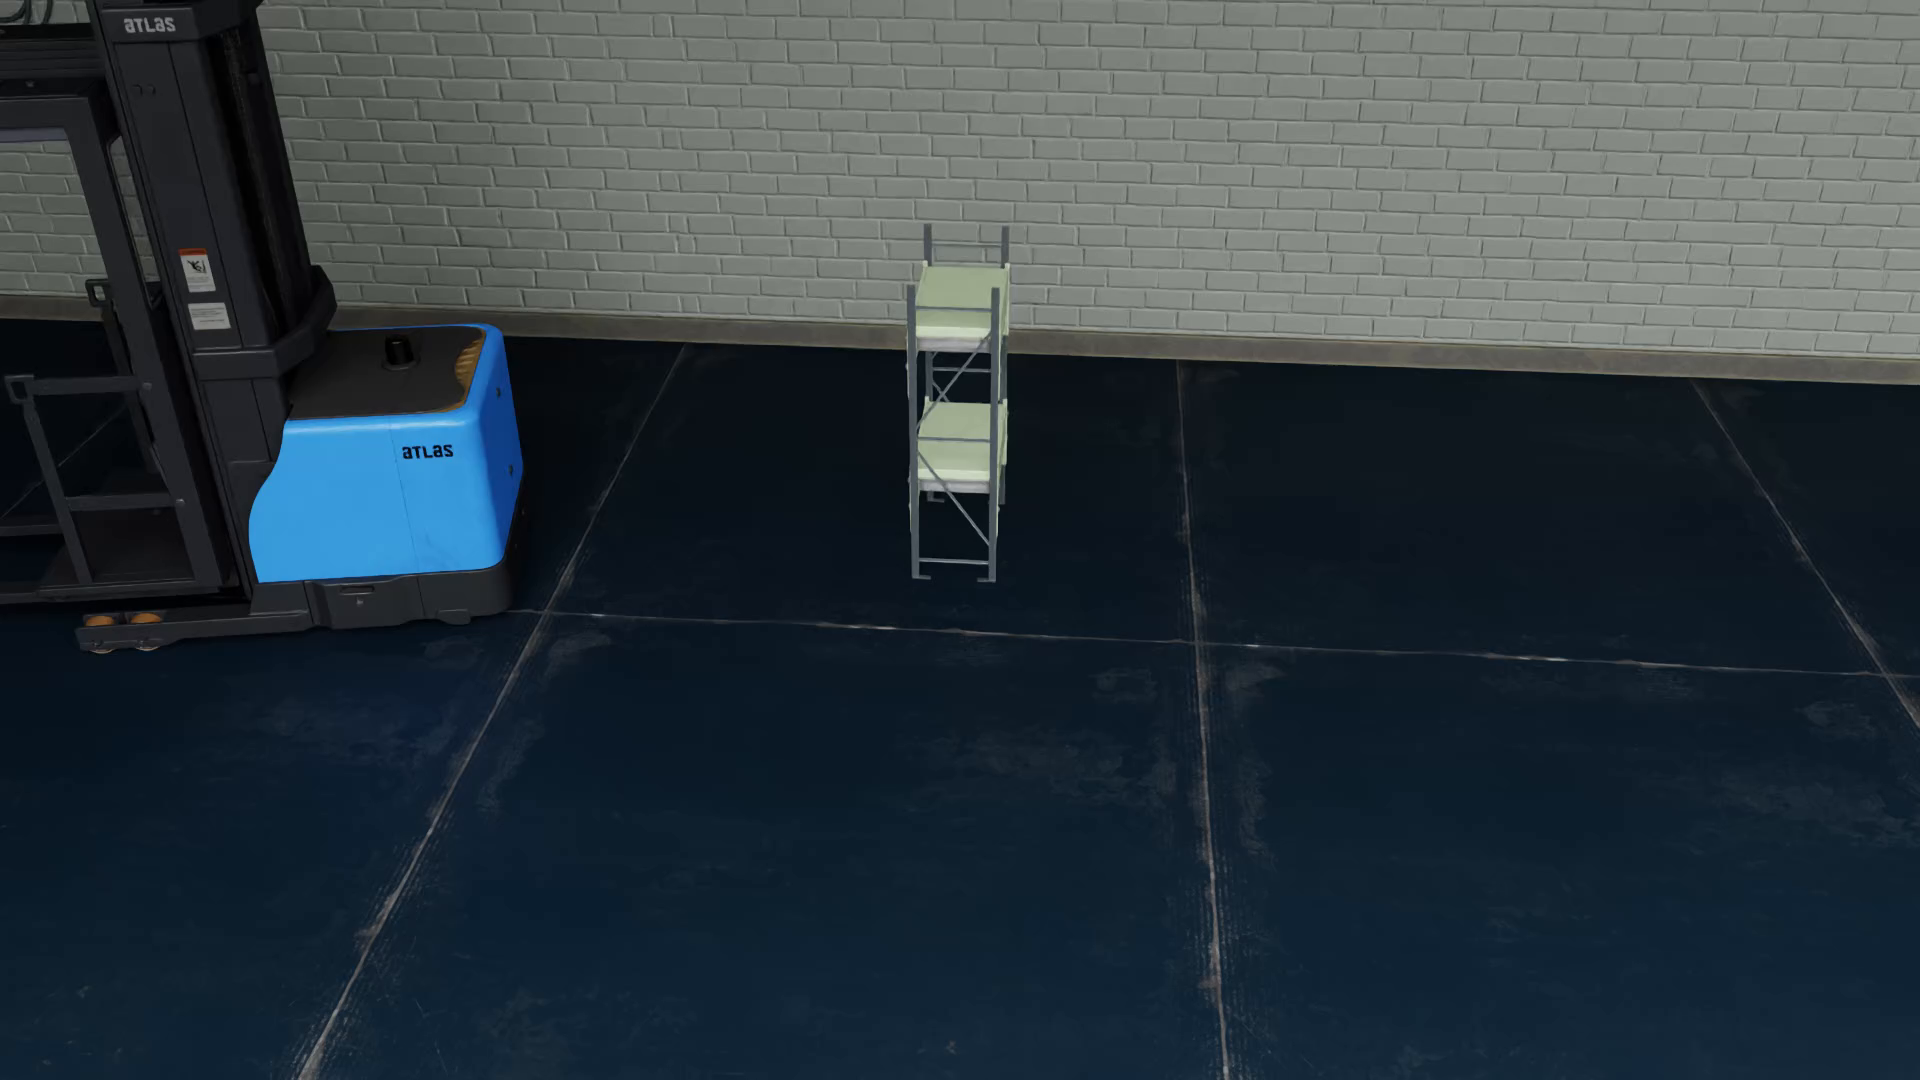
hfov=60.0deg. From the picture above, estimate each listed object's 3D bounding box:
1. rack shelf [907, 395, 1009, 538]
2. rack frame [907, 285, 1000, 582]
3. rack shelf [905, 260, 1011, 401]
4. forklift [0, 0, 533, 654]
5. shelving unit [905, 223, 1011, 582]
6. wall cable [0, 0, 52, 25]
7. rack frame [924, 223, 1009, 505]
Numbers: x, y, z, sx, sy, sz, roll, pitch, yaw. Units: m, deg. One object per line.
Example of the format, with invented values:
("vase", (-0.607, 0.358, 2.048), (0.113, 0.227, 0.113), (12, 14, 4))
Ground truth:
("rack shelf", (0.001, -0.364, 8.033), (0.431, 0.370, 0.720), (2, 32, 4))
("rack frame", (-0.029, -0.451, 7.552), (0.400, 1.500, 0.023), (2, 32, 4))
("rack shelf", (0.001, -0.974, 7.657), (0.431, 0.370, 0.720), (2, 32, 4))
("forklift", (-3.608, -1.034, 7.134), (3.031, 2.935, 1.130), (-3, 32, -5))
("shelving unit", (0.001, -0.642, 7.862), (0.431, 1.500, 0.755), (2, 32, 4))
("wall cable", (-6.660, -3.926, 9.003), (3.097, 2.526, 0.112), (2, 32, 4))
("rack frame", (0.030, -0.833, 8.173), (0.400, 1.500, 0.023), (2, 32, 4))
